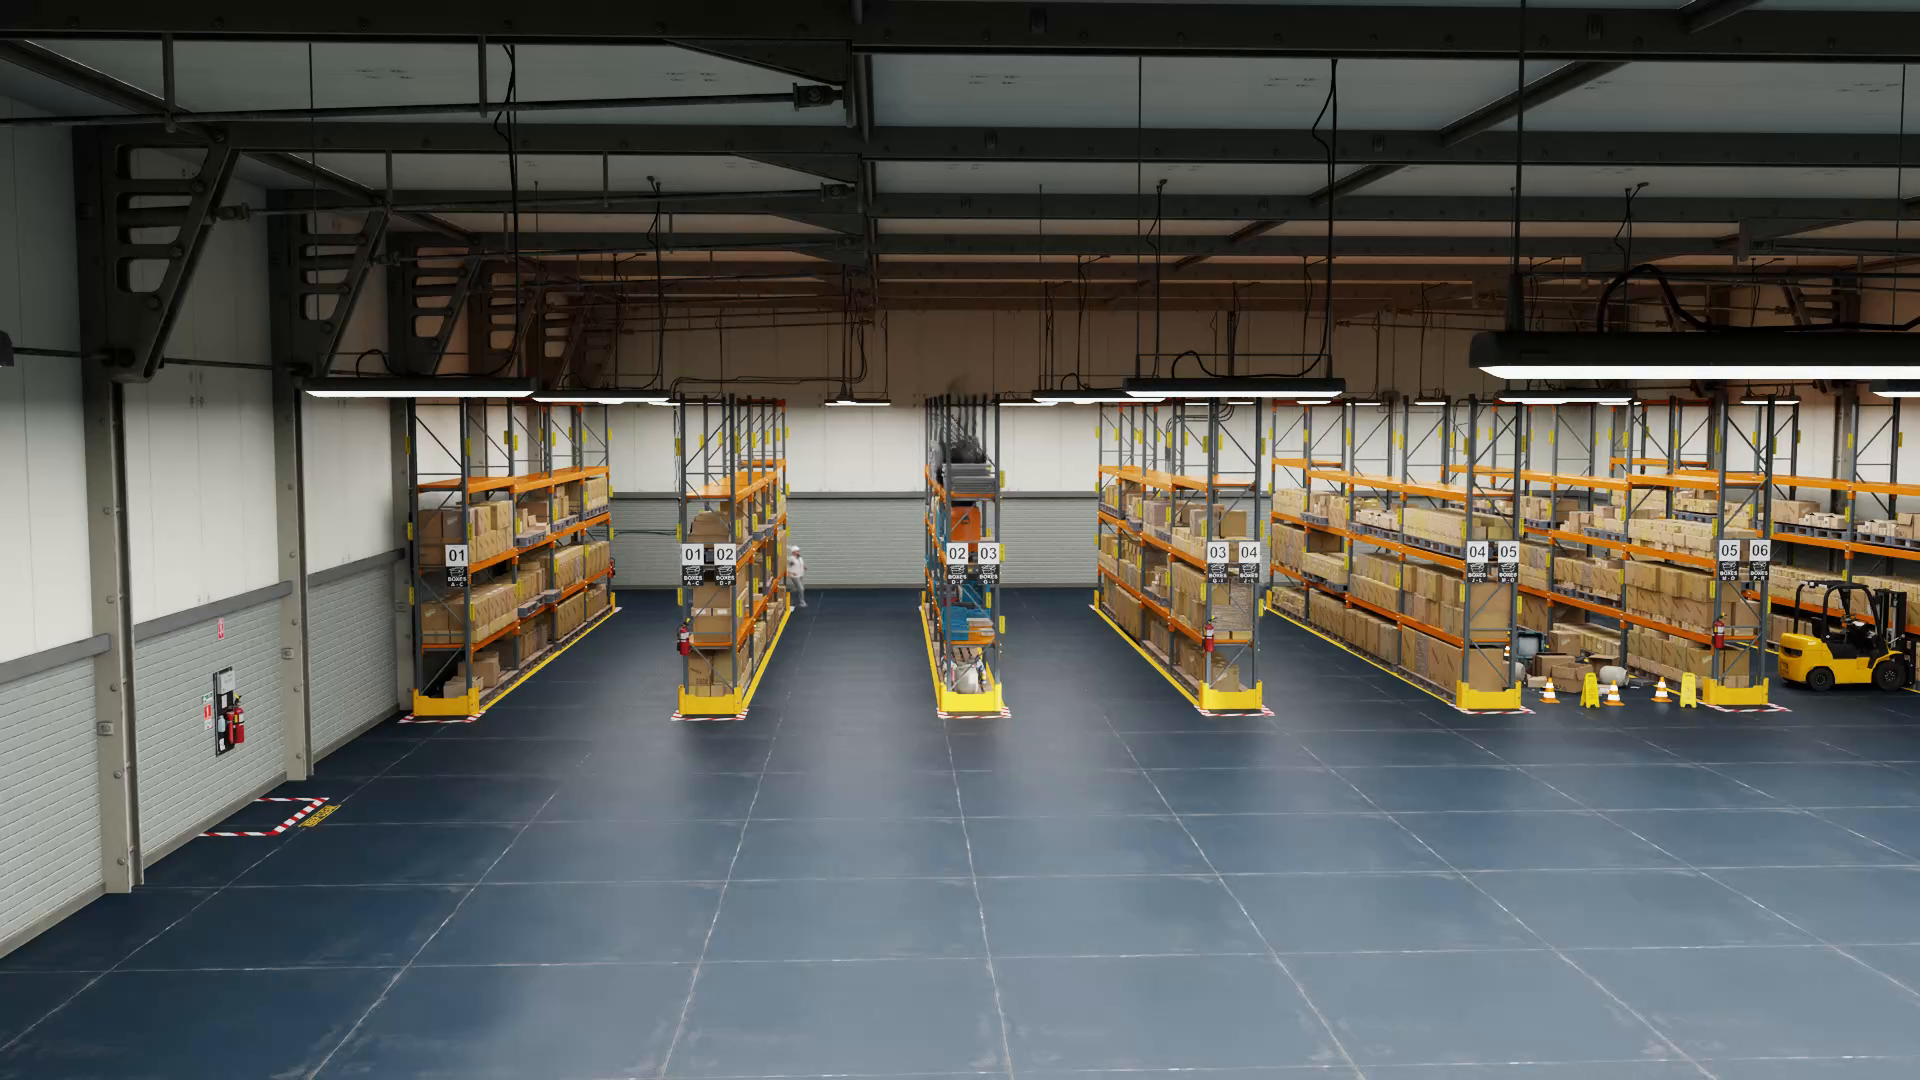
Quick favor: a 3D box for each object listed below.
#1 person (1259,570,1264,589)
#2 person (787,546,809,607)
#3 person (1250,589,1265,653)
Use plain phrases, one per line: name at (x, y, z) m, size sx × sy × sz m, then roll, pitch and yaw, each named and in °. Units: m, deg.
person at (7.891, 1.339, 44.829) m, size 0.623 × 1.714 × 0.933 m, roll 0°, pitch 5°, yaw -1°
person at (-4.773, 1.052, 48.130) m, size 0.837 × 1.767 × 0.670 m, roll 3°, pitch 5°, yaw 30°
person at (6.817, 1.788, 38.944) m, size 0.736 × 1.751 × 1.017 m, roll -1°, pitch 5°, yaw -12°
